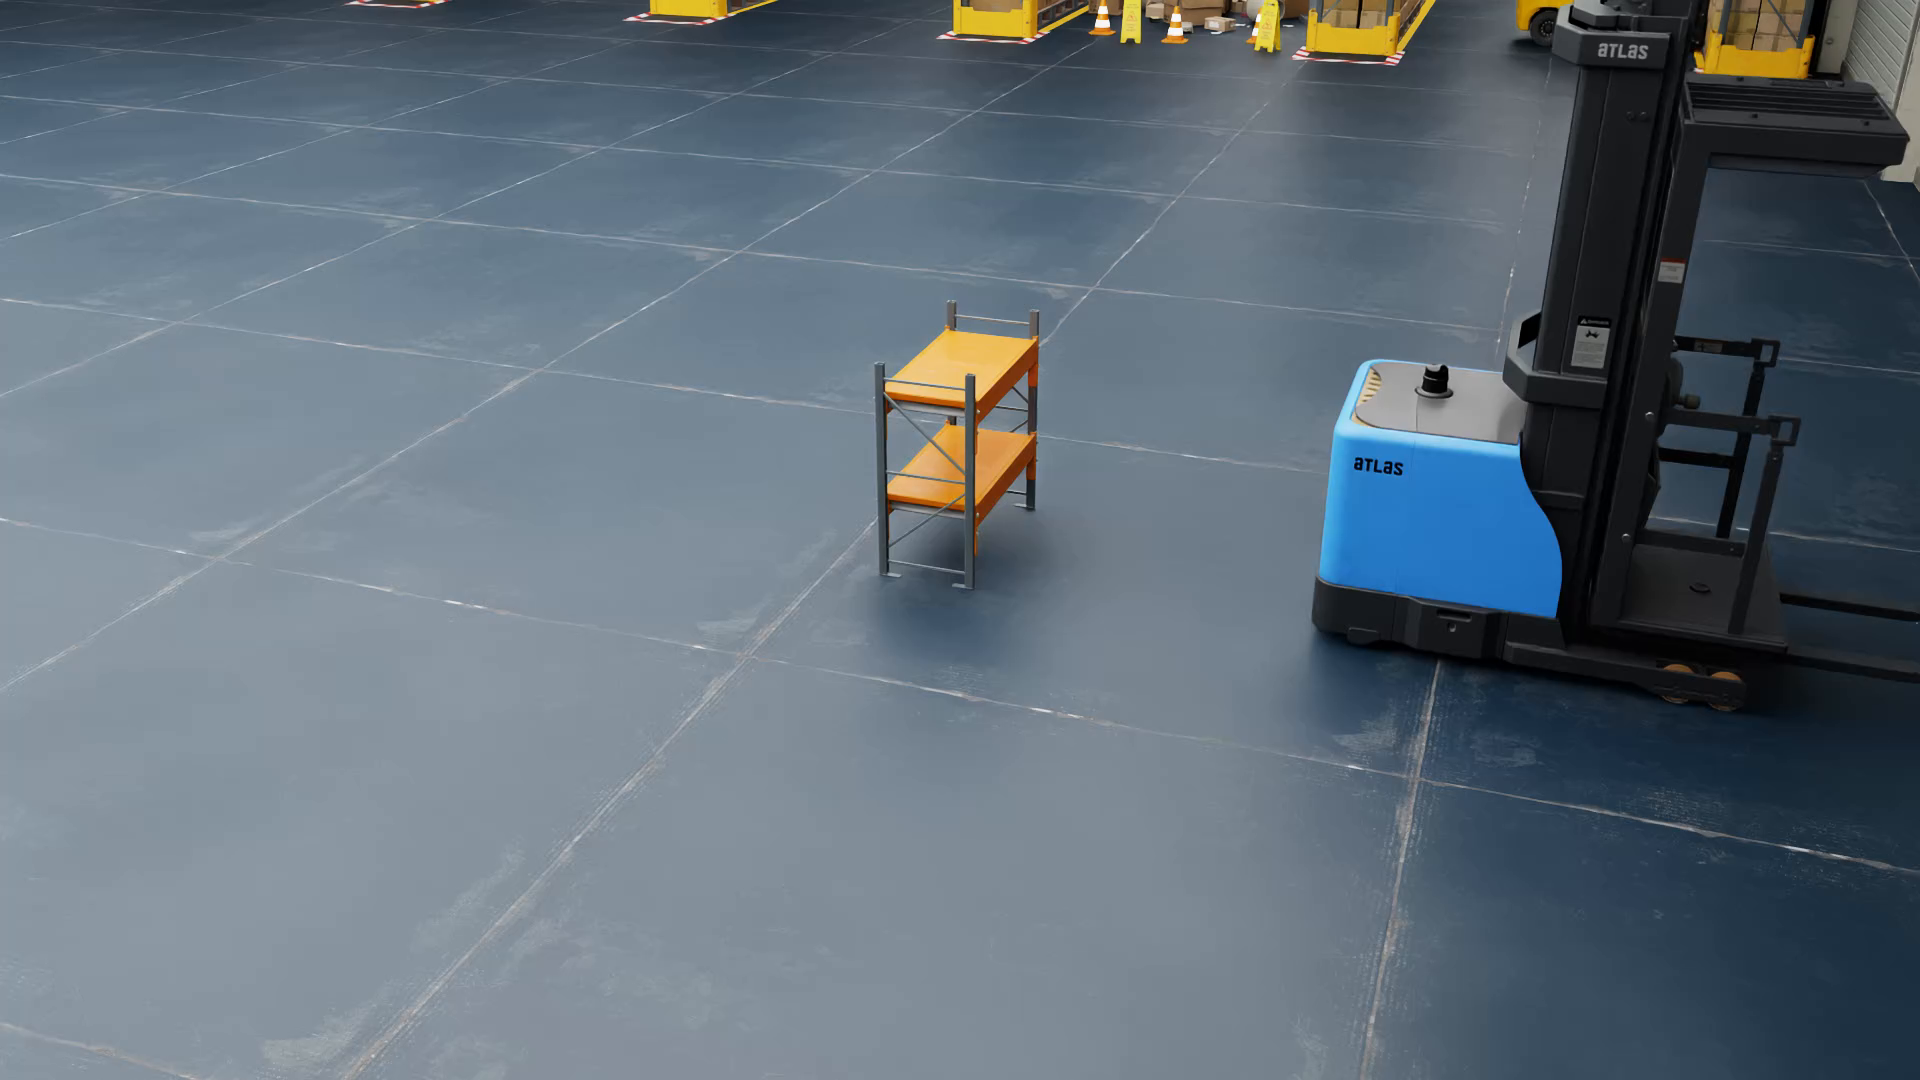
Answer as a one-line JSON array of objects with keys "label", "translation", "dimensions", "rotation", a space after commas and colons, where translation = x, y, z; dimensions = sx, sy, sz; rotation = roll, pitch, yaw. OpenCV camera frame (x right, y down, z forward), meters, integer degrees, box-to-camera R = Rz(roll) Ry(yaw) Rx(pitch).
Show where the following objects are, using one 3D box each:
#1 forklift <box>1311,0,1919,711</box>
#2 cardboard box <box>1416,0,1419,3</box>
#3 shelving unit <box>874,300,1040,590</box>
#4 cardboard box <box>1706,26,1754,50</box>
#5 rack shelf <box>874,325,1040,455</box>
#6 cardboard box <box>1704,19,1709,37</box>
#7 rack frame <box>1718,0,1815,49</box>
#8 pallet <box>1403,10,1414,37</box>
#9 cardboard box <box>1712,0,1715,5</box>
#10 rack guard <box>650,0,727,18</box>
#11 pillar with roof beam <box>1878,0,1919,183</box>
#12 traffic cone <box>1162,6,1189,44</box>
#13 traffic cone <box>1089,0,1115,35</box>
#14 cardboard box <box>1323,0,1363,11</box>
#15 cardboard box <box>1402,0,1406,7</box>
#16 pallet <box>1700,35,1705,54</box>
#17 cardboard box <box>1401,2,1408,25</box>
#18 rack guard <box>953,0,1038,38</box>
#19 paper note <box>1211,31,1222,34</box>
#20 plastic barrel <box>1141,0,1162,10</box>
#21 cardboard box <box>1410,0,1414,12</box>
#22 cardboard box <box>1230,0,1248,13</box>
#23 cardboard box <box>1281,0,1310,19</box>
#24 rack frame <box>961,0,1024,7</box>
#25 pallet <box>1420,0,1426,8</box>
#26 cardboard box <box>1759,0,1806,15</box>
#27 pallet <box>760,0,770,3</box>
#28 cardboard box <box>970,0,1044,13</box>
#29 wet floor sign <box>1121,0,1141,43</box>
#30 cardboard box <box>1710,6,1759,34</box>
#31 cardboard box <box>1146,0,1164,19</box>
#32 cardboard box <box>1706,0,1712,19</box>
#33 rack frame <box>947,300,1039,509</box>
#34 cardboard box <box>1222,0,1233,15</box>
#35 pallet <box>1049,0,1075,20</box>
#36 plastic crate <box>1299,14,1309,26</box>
[{"label": "forklift", "translation": [3.222, -0.839, 7.119], "dimensions": [3.031, 2.935, 1.130], "rotation": [9, 27, 18]}, {"label": "cardboard box", "translation": [6.595, -8.173, 24.862], "dimensions": [0.500, 0.250, 0.500], "rotation": [10, 28, 20]}, {"label": "shelving unit", "translation": [0.002, -0.509, 8.511], "dimensions": [0.538, 1.125, 1.048], "rotation": [9, 27, 17]}, {"label": "cardboard box", "translation": [9.748, -6.332, 21.060], "dimensions": [0.500, 0.250, 0.500], "rotation": [9, 27, 18]}, {"label": "rack shelf", "translation": [0.002, -0.772, 8.383], "dimensions": [0.538, 0.278, 1.000], "rotation": [9, 27, 17]}, {"label": "cardboard box", "translation": [10.097, -6.739, 21.901], "dimensions": [0.500, 0.250, 0.500], "rotation": [9, 27, 18]}, {"label": "rack frame", "translation": [9.889, -7.142, 20.058], "dimensions": [1.000, 3.000, 0.127], "rotation": [9, 27, 17]}, {"label": "pallet", "translation": [5.944, -7.465, 23.925], "dimensions": [1.003, 0.211, 1.213], "rotation": [9, 27, 17]}, {"label": "cardboard box", "translation": [9.913, -6.988, 21.268], "dimensions": [0.500, 0.250, 0.500], "rotation": [9, 27, 18]}, {"label": "rack guard", "translation": [-4.113, -8.203, 25.119], "dimensions": [1.175, 0.500, 0.348], "rotation": [9, 27, 17]}, {"label": "pillar with roof beam", "translation": [4.915, -8.156, 15.269], "dimensions": [9.100, 9.000, 0.400], "rotation": [9, 27, 17]}, {"label": "traffic cone", "translation": [2.974, -7.103, 22.890], "dimensions": [0.336, 0.463, 0.334], "rotation": [9, 27, 17]}, {"label": "traffic cone", "translation": [2.021, -7.407, 23.517], "dimensions": [0.336, 0.463, 0.334], "rotation": [9, 27, 17]}, {"label": "cardboard box", "translation": [5.228, -7.516, 22.644], "dimensions": [0.500, 0.500, 0.500], "rotation": [9, 27, 18]}, {"label": "cardboard box", "translation": [5.914, -7.666, 22.954], "dimensions": [0.500, 0.500, 0.500], "rotation": [8, 27, 16]}, {"label": "pallet", "translation": [10.512, -6.707, 22.360], "dimensions": [1.003, 0.211, 1.213], "rotation": [9, 27, 17]}, {"label": "cardboard box", "translation": [5.913, -7.312, 23.082], "dimensions": [0.500, 0.250, 0.500], "rotation": [10, 27, 19]}, {"label": "rack guard", "translation": [0.498, -7.402, 23.463], "dimensions": [1.175, 0.500, 0.348], "rotation": [9, 27, 17]}, {"label": "paper note", "translation": [3.645, -7.201, 23.588], "dimensions": [0.148, 0.019, 0.142], "rotation": [0, 26, -1]}, {"label": "plastic barrel", "translation": [2.906, -8.332, 25.473], "dimensions": [0.421, 0.421, 0.512], "rotation": [-14, 29, -27]}, {"label": "cardboard box", "translation": [6.254, -7.745, 23.977], "dimensions": [0.500, 0.250, 0.500], "rotation": [9, 27, 18]}, {"label": "cardboard box", "translation": [4.243, -8.250, 25.484], "dimensions": [0.258, 0.266, 0.396], "rotation": [-9, 27, -18]}, {"label": "cardboard box", "translation": [4.899, -8.137, 24.979], "dimensions": [0.500, 0.500, 0.500], "rotation": [-14, 29, -27]}, {"label": "rack frame", "translation": [0.506, -8.536, 22.939], "dimensions": [1.000, 3.000, 0.127], "rotation": [9, 27, 17]}, {"label": "pallet", "translation": [6.796, -8.569, 26.206], "dimensions": [1.003, 0.211, 1.213], "rotation": [9, 27, 17]}, {"label": "cardboard box", "translation": [10.228, -6.713, 20.700], "dimensions": [0.500, 0.250, 0.500], "rotation": [8, 27, 17]}, {"label": "pallet", "translation": [-3.401, -8.902, 26.893], "dimensions": [1.003, 0.211, 1.213], "rotation": [9, 27, 17]}, {"label": "cardboard box", "translation": [0.669, -8.057, 23.906], "dimensions": [0.875, 0.875, 0.875], "rotation": [9, 27, 18]}, {"label": "wet floor sign", "translation": [2.363, -7.178, 22.834], "dimensions": [0.267, 0.644, 0.232], "rotation": [4, 26, 8]}, {"label": "cardboard box", "translation": [9.756, -6.564, 20.964], "dimensions": [0.500, 0.250, 0.500], "rotation": [8, 27, 17]}, {"label": "cardboard box", "translation": [3.002, -7.976, 24.919], "dimensions": [0.396, 0.266, 0.258], "rotation": [14, 29, 26]}, {"label": "cardboard box", "translation": [10.085, -6.983, 21.831], "dimensions": [0.500, 0.250, 0.500], "rotation": [8, 27, 16]}, {"label": "rack frame", "translation": [0.171, -0.718, 8.942], "dimensions": [0.500, 1.125, 0.032], "rotation": [9, 27, 17]}, {"label": "cardboard box", "translation": [3.708, -8.272, 25.102], "dimensions": [0.797, 0.637, 0.503], "rotation": [9, 27, 17]}, {"label": "pallet", "translation": [1.106, -8.121, 25.281], "dimensions": [1.003, 0.211, 1.213], "rotation": [9, 27, 17]}, {"label": "plastic crate", "translation": [5.243, -7.664, 24.486], "dimensions": [0.402, 0.080, 0.583], "rotation": [0, 26, -1]}]
